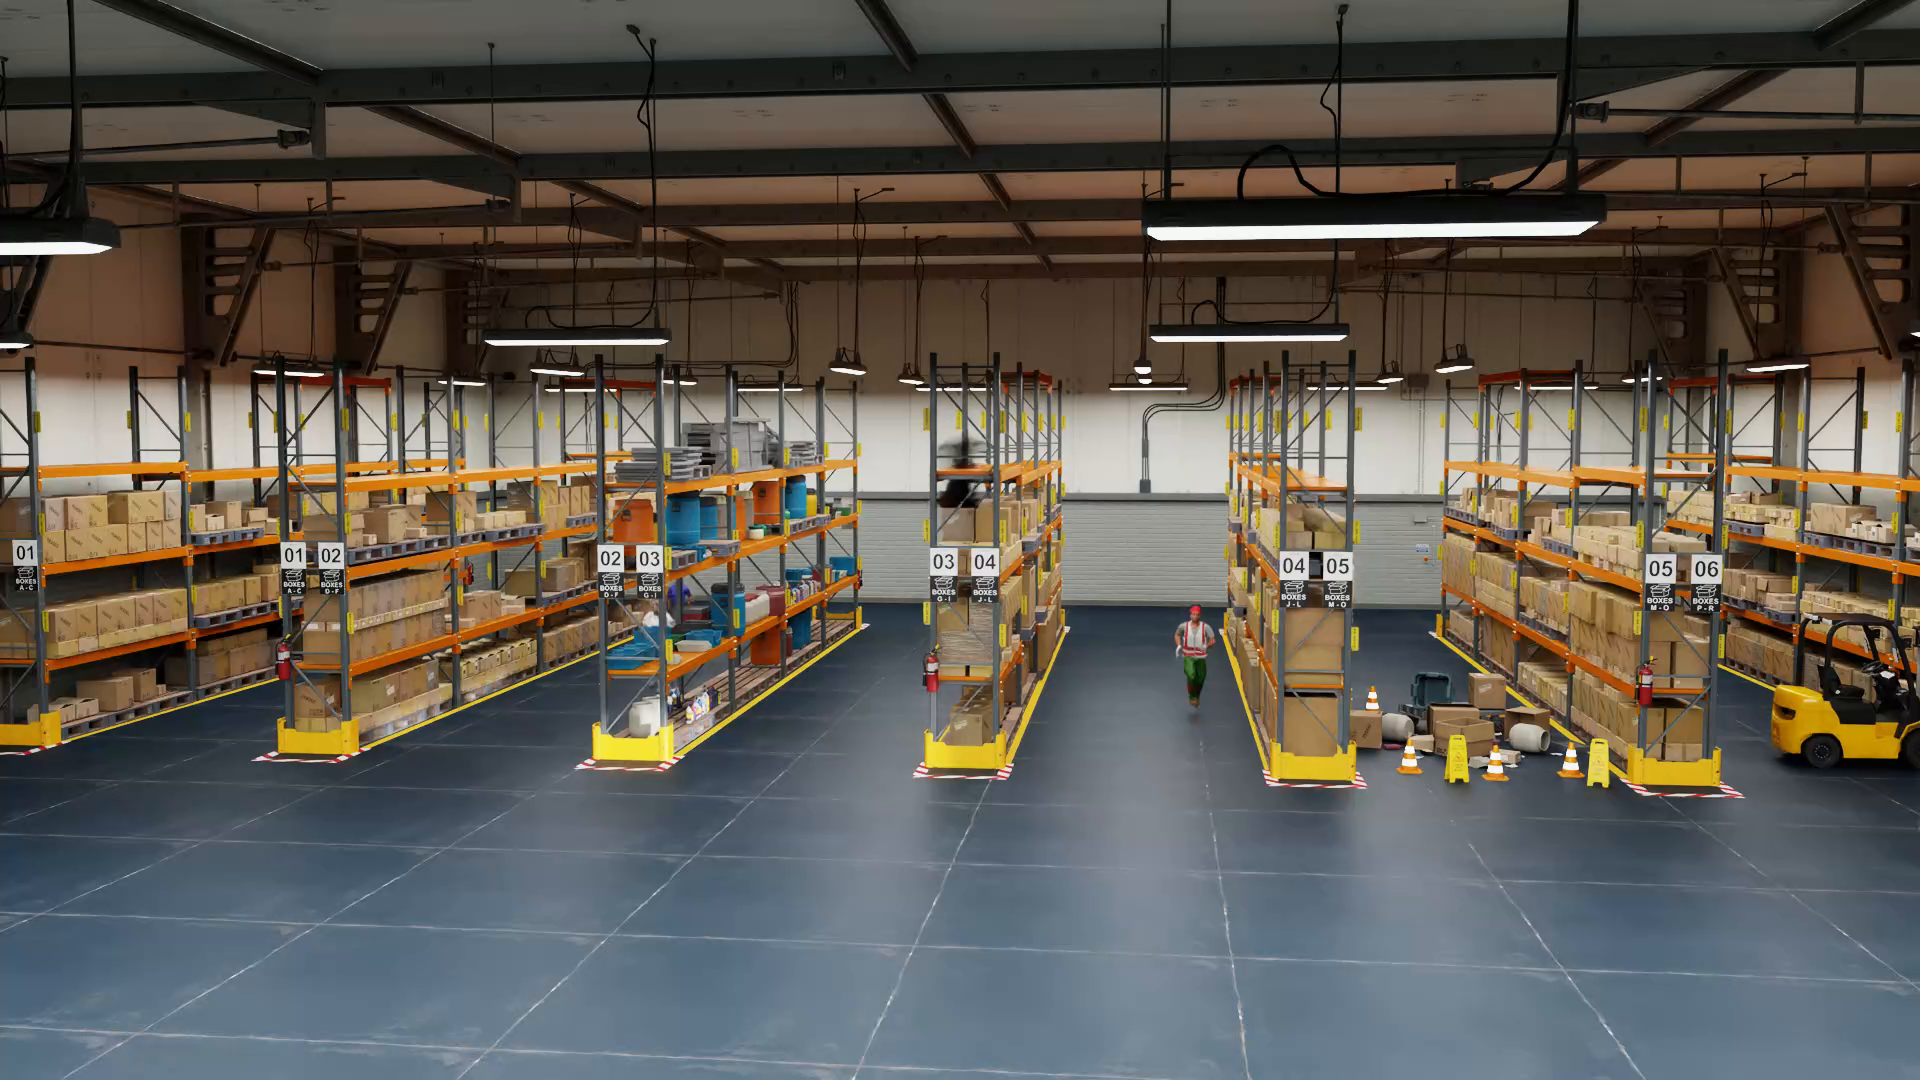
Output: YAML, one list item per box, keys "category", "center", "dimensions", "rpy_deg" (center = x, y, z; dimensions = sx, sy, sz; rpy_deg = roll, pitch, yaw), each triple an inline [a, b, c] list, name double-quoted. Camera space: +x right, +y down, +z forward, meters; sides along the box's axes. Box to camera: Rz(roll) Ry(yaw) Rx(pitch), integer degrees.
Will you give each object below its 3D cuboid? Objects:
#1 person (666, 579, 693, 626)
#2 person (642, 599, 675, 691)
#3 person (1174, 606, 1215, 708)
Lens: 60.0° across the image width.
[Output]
- category: "person"
  center: [-6.243, 1.585, 36.938]
  dimensions: [0.587, 1.642, 0.789]
  rpy_deg: [0, 4, -2]
- category: "person"
  center: [-5.644, 1.940, 30.889]
  dimensions: [0.710, 1.757, 0.525]
  rpy_deg: [1, 4, 11]
- category: "person"
  center: [3.953, 1.982, 27.968]
  dimensions: [0.673, 1.767, 0.872]
  rpy_deg: [0, 4, 4]
